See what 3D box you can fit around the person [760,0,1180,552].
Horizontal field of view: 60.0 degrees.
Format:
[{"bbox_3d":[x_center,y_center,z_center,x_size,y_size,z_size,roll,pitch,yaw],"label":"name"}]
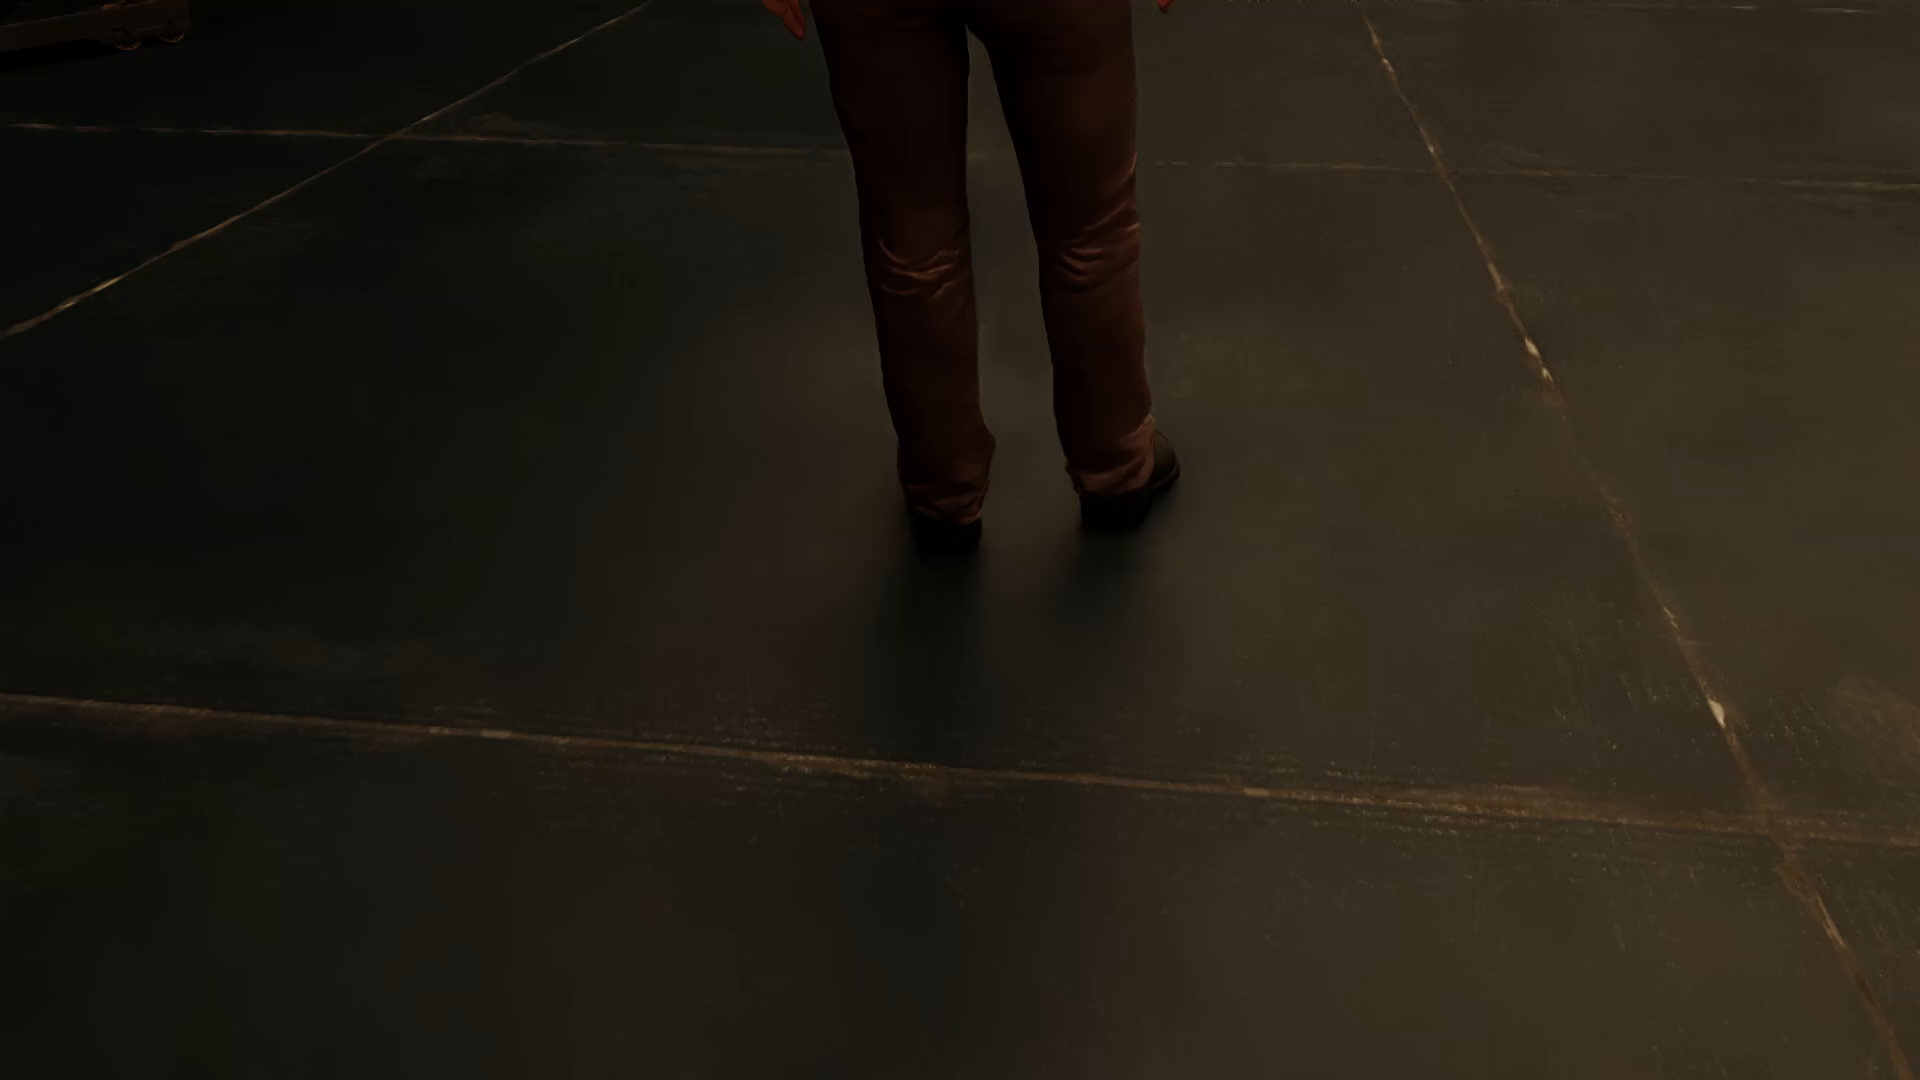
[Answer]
[{"bbox_3d":[0.017,-0.807,2.174,0.632,1.720,0.551,3,27,7],"label":"person"}]
